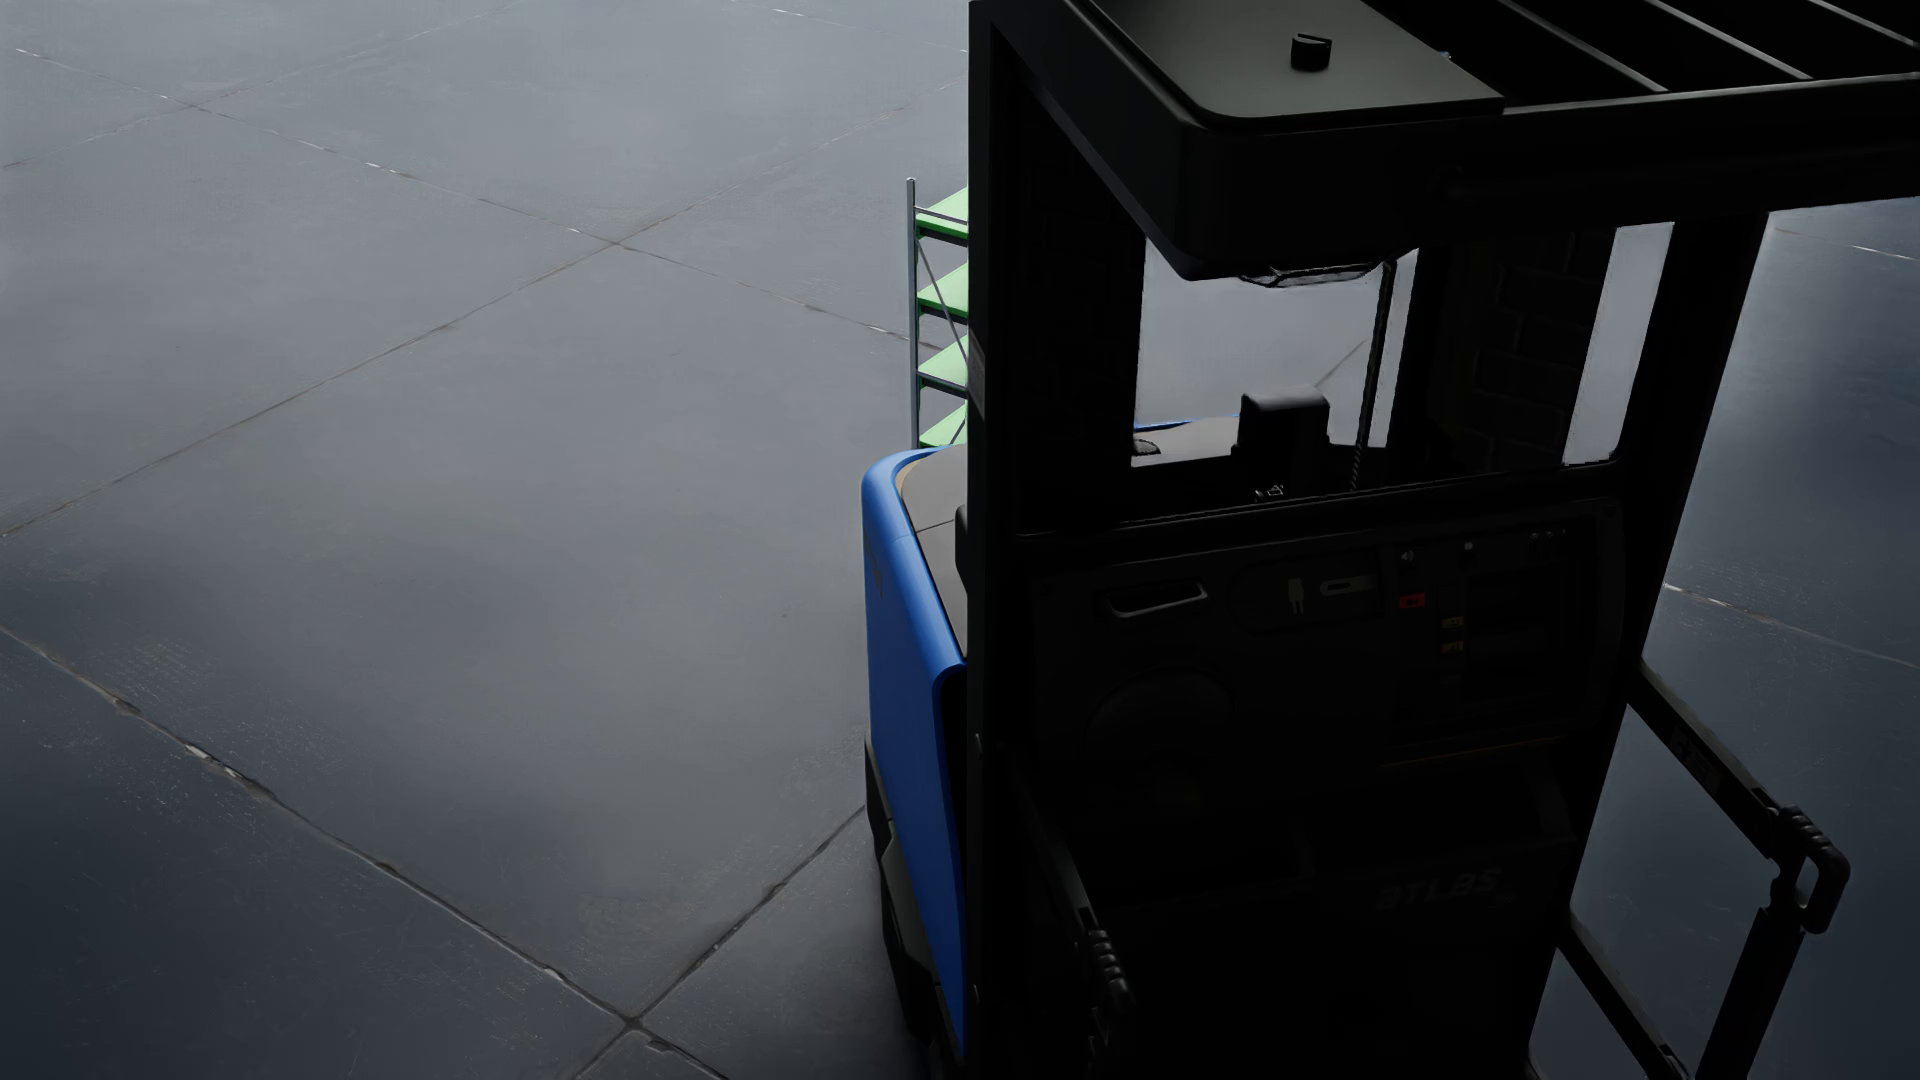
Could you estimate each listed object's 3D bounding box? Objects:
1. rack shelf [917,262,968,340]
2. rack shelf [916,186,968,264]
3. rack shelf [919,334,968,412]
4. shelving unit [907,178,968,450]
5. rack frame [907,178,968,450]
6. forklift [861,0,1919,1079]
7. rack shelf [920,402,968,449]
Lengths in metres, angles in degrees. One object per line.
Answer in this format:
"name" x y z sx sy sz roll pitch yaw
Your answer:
"rack shelf" 0.094 -0.719 4.928 0.258 0.148 0.480 21 39 28
"rack shelf" 0.094 -0.918 4.793 0.258 0.148 0.480 21 39 28
"rack shelf" 0.094 -0.520 5.062 0.258 0.148 0.480 21 39 28
"shelving unit" 0.094 -0.573 5.027 0.258 1.200 0.503 21 39 28
"rack frame" -0.045 -0.461 4.861 0.240 1.200 0.015 21 39 28
"forklift" 0.607 0.229 2.295 1.130 2.935 3.031 -8 35 -11
"rack shelf" 0.094 -0.321 5.197 0.258 0.148 0.480 21 39 28
